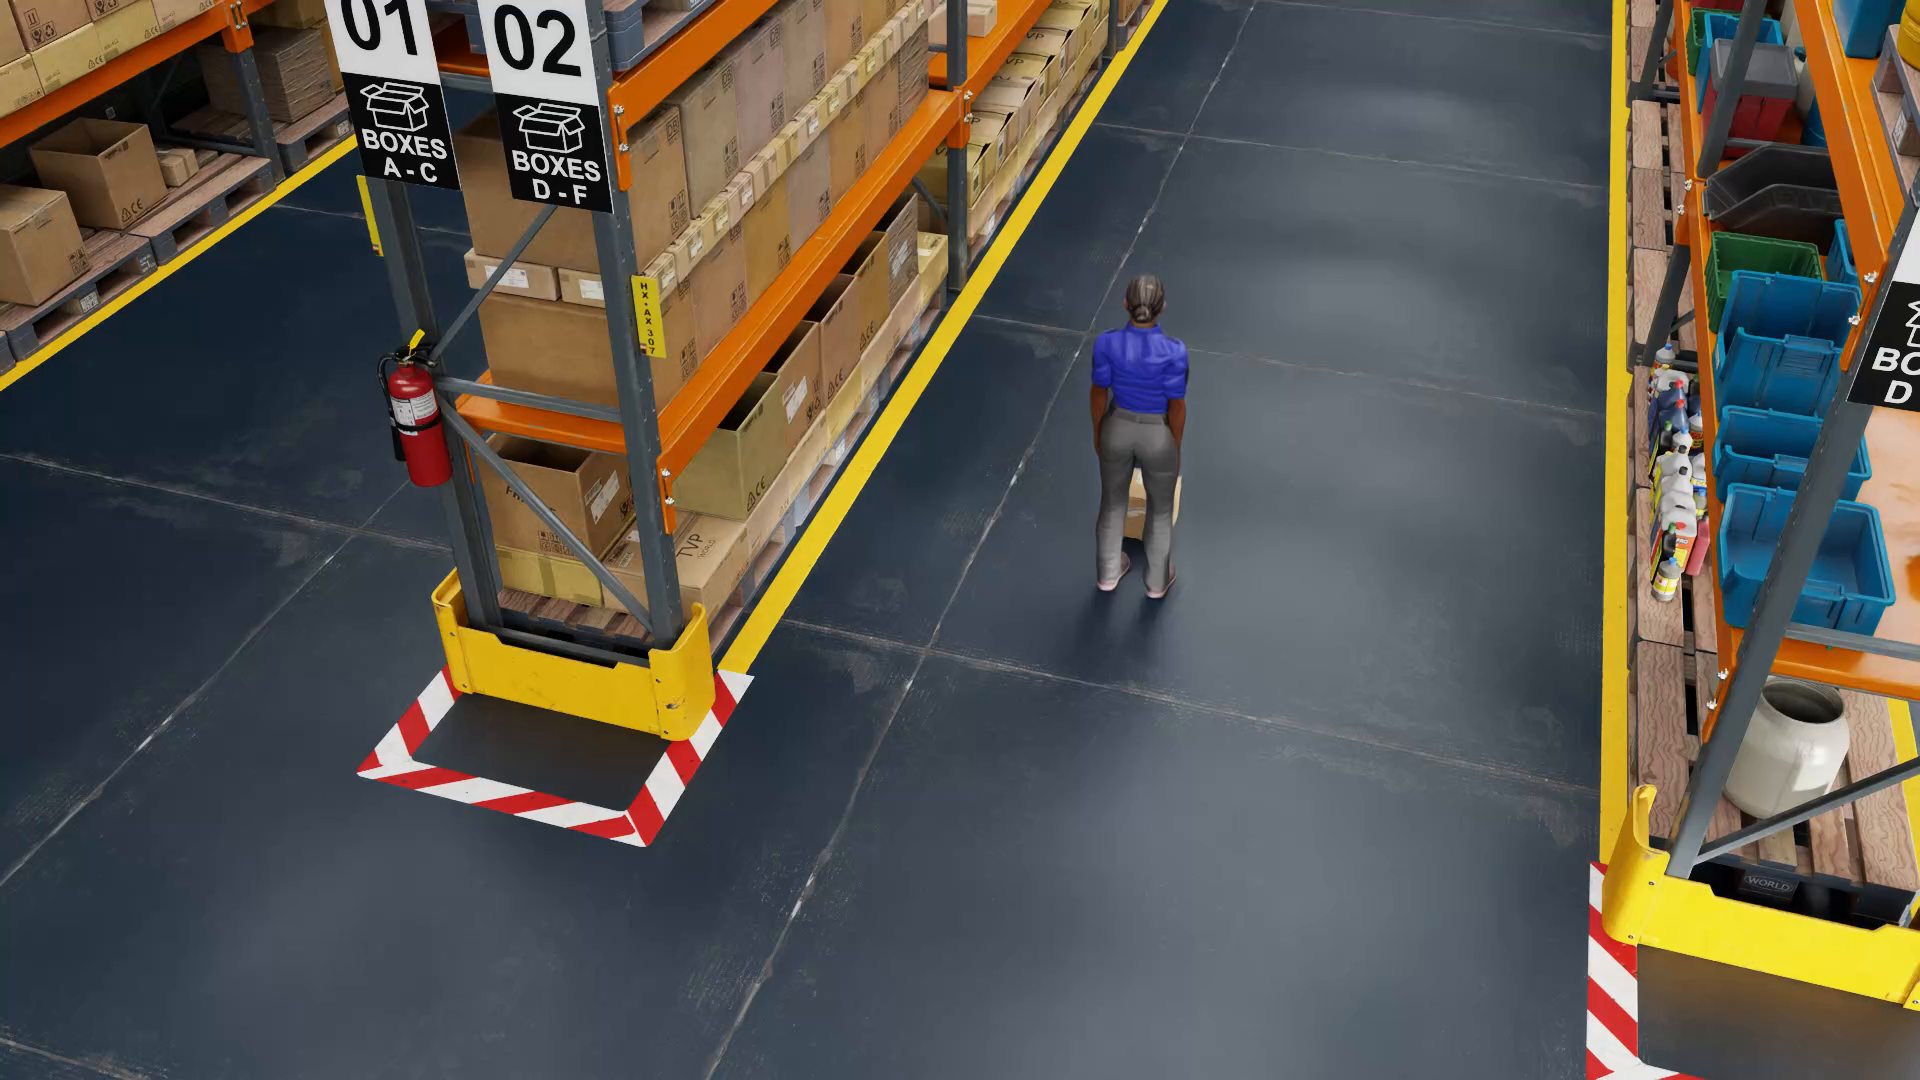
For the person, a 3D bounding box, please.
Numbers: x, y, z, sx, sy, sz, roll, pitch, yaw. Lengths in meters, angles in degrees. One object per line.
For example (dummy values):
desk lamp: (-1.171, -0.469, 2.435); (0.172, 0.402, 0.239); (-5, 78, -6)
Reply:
person: (0.802, -0.465, 7.501); (0.444, 1.670, 0.354); (11, 39, 14)
